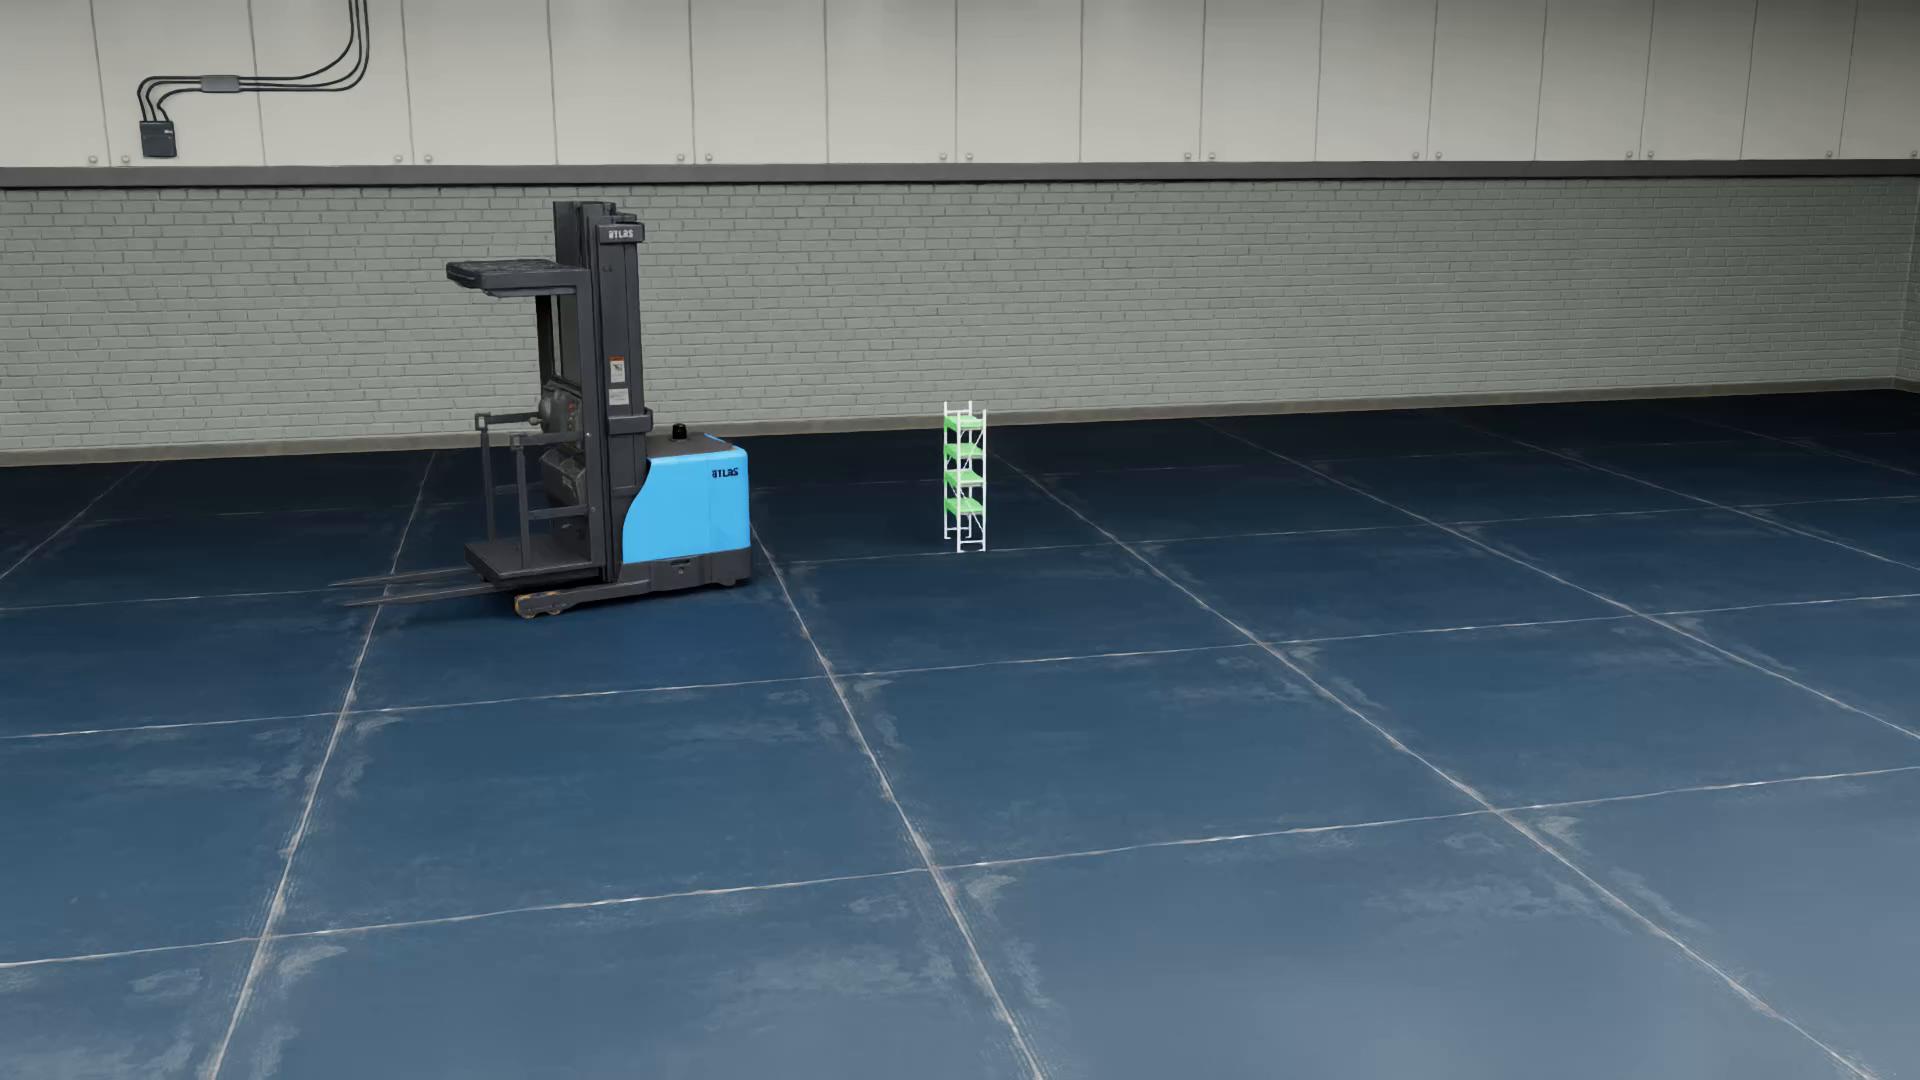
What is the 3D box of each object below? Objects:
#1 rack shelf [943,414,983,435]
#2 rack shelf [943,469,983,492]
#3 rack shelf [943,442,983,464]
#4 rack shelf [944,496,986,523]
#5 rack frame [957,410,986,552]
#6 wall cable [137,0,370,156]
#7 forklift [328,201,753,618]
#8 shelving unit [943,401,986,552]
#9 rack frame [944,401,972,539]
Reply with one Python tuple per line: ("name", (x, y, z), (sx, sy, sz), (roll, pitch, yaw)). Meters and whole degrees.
("rack shelf", (0.039, -0.949, 14.030), (0.258, 0.148, 0.480), (-3, 14, -13))
("rack shelf", (0.039, -0.483, 14.144), (0.258, 0.148, 0.480), (-3, 14, -13))
("rack shelf", (0.039, -0.716, 14.087), (0.258, 0.148, 0.480), (-3, 14, -13))
("rack shelf", (0.039, -0.249, 14.200), (0.258, 0.148, 0.480), (-3, 14, -13))
("rack frame", (0.096, -0.488, 13.898), (0.240, 1.200, 0.015), (-3, 14, -13))
("wall cable", (-7.314, -6.948, 16.738), (2.305, 6.003, 0.169), (-3, 14, -13))
("forklift", (-3.154, -0.997, 12.332), (3.031, 2.935, 1.130), (-8, 16, -29))
("shelving unit", (0.039, -0.545, 14.128), (0.258, 1.200, 0.503), (-3, 14, -13))
("rack frame", (-0.018, -0.601, 14.359), (0.240, 1.200, 0.015), (-3, 14, -13))
